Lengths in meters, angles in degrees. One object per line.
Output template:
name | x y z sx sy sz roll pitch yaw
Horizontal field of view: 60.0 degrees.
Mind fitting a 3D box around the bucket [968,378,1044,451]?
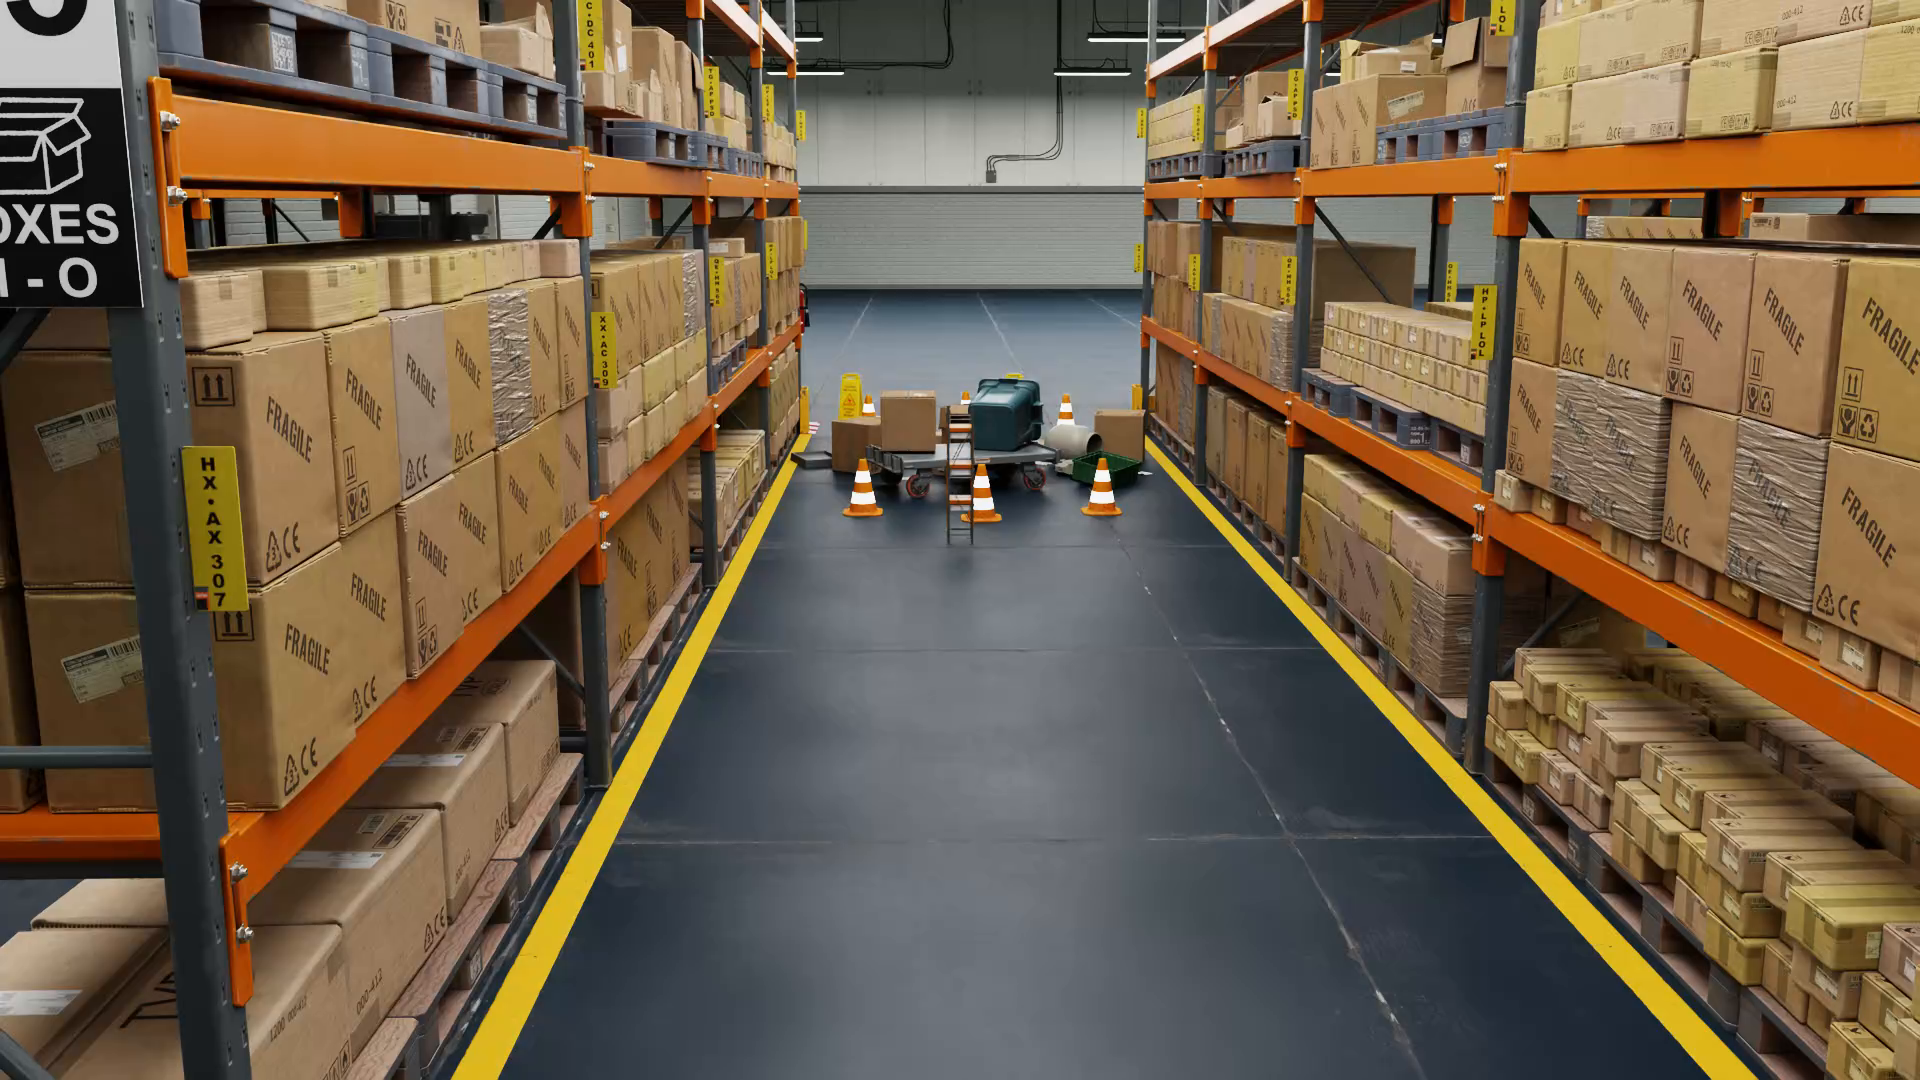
bucket | 0.386 -1.140 15.546 0.726 0.611 0.620 4 22 18

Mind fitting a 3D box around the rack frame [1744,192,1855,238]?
rack frame | 7.655 -1.982 15.287 1.000 3.000 0.127 0 11 -1

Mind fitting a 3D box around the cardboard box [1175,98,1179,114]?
cardboard box | 2.342 -4.297 16.470 0.380 0.149 0.250 0 11 -2

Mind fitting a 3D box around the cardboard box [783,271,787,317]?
cardboard box | -2.045 -2.525 16.962 0.500 0.500 0.500 0 11 0

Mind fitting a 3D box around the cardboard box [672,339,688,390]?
cardboard box | -1.861 -1.019 9.659 0.500 0.250 0.500 -1 11 -3

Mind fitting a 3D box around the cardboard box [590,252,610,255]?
cardboard box | -2.385 -1.488 10.083 0.500 0.500 0.500 0 11 -1

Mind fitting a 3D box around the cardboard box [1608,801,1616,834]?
cardboard box | 2.704 1.079 6.311 0.380 0.149 0.250 -1 11 -4

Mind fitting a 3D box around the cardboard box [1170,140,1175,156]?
cardboard box | 2.334 -3.958 16.806 0.380 0.149 0.250 0 11 -1

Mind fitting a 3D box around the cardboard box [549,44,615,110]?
cardboard box | -1.748 -2.062 7.418 0.396 0.266 0.258 0 11 -2

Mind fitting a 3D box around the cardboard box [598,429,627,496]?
cardboard box | -1.833 -0.367 7.699 0.500 0.250 0.500 -1 11 -2

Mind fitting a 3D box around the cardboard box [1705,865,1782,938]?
cardboard box | 2.609 1.139 5.267 0.380 0.149 0.250 0 11 0

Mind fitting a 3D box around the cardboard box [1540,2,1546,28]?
cardboard box | 2.961 -2.193 7.470 0.700 0.500 0.500 0 11 -1

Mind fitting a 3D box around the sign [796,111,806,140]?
sign | -1.781 -4.639 18.611 0.100 0.325 0.005 0 11 -1

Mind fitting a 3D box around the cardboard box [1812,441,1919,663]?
cardboard box | 2.670 0.018 4.428 0.500 0.500 0.500 0 11 -2

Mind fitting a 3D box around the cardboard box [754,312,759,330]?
cardboard box | -1.967 -1.923 14.571 0.380 0.149 0.250 0 11 0

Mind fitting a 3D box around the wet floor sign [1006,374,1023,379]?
wet floor sign | 0.631 -1.621 19.427 0.267 0.644 0.232 -2 12 -11

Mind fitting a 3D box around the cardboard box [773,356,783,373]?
cardboard box | -1.951 -1.731 16.389 0.380 0.149 0.250 0 11 1

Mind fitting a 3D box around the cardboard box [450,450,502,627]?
cardboard box | -1.786 -0.003 5.279 0.500 0.500 0.500 0 11 1

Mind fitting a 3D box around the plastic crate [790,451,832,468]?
plastic crate | -1.466 -0.826 16.931 0.402 0.080 0.583 -4 12 -21

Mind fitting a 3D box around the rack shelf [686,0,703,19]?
rack shelf | -2.129 -3.141 8.722 1.077 0.370 4.000 0 11 -1

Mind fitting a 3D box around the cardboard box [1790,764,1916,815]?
cardboard box | 3.123 0.886 5.764 0.380 0.149 0.250 0 11 -1

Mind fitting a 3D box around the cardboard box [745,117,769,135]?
cardboard box | -1.933 -3.743 15.049 0.380 0.149 0.250 0 11 -2

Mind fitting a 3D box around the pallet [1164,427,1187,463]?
pallet | 2.728 -1.010 17.508 1.003 0.211 1.213 0 11 -1

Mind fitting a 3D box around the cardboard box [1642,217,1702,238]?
cardboard box | 7.342 -3.054 17.053 0.500 0.500 0.500 0 11 -1

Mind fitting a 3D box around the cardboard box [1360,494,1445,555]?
cardboard box | 2.568 -0.094 9.325 0.500 0.250 0.500 -1 11 -4

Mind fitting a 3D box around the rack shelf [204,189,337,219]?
rack shelf | -7.257 -3.436 16.715 1.077 0.370 4.000 0 11 -1

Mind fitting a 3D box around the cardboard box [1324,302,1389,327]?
cardboard box | 2.592 -1.468 10.829 0.380 0.149 0.250 0 11 -1

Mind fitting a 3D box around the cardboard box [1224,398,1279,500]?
cardboard box | 2.813 -0.771 13.916 1.050 0.750 0.750 0 11 -1

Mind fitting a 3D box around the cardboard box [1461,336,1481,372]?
cardboard box | 2.649 -0.899 8.023 0.380 0.149 0.250 -1 11 -3

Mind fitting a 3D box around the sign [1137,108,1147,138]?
sign | 2.056 -4.713 18.806 0.100 0.325 0.005 0 11 -1

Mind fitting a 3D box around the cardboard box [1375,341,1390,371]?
cardboard box | 2.614 -1.063 9.580 0.380 0.149 0.250 0 11 -2

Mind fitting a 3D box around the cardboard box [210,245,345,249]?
cardboard box | -2.352 -0.941 5.753 0.380 0.149 0.250 -1 11 -3

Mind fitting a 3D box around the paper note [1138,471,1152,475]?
paper note | 1.774 -0.657 16.221 0.147 0.020 0.142 -10 15 -40

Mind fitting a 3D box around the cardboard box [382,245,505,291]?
cardboard box | -1.807 -0.946 5.781 0.380 0.149 0.250 0 11 -2

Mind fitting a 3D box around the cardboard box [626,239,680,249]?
cardboard box | -2.472 -2.350 13.410 0.380 0.149 0.250 0 11 2

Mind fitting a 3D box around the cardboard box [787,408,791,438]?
cardboard box | -2.031 -1.229 17.430 0.500 0.250 0.500 -1 11 -3

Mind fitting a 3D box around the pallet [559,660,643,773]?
pallet | -2.179 0.862 8.279 1.003 0.211 1.213 0 11 -1

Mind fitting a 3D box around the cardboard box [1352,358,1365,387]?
cardboard box | 2.602 -1.019 10.115 0.380 0.149 0.250 0 11 1

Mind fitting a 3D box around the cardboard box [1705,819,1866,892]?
cardboard box | 2.594 0.993 5.239 0.380 0.149 0.250 0 11 1

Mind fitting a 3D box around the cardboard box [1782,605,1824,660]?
cardboard box | 2.660 0.260 4.864 0.380 0.149 0.250 -1 11 -4

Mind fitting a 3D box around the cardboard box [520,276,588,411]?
cardboard box | -1.802 -0.798 6.681 0.500 0.500 0.500 0 11 -2

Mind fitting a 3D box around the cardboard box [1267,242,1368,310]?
cardboard box | 2.752 -2.018 12.695 0.700 0.500 0.500 0 11 -2

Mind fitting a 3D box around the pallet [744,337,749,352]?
pallet | -2.383 -1.695 14.353 1.003 0.211 1.213 0 11 -1

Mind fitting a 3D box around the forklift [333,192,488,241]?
forklift | -4.835 -1.877 14.942 1.130 2.935 3.031 0 11 -2

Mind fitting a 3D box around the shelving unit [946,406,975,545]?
shelving unit | 0.001 -0.504 12.902 0.215 1.050 0.252 0 11 -1

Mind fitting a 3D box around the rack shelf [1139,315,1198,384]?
rack shelf | 2.652 -2.027 17.316 1.077 0.370 4.000 0 11 -1

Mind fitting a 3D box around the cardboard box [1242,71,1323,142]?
cardboard box | 2.460 -3.305 12.704 0.500 0.500 0.500 0 11 -1

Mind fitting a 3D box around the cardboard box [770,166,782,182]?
cardboard box | -1.953 -3.608 16.388 0.380 0.149 0.250 0 11 -2

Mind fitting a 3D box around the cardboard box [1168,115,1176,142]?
cardboard box | 2.397 -4.177 16.879 0.500 0.250 0.500 0 11 -1

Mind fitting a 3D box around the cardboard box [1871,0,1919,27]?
cardboard box | 2.666 -1.431 4.142 0.500 0.250 0.500 -1 11 -3

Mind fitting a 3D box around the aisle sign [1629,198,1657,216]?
aisle sign | 7.871 -4.065 19.014 0.394 0.787 0.004 0 11 -1

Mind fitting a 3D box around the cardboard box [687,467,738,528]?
cardboard box | -2.196 -0.324 12.663 0.950 0.372 0.625 0 11 -2

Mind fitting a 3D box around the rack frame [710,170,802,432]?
rack frame | -2.336 -2.737 19.005 1.000 3.000 0.127 0 11 -1

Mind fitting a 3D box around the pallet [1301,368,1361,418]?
pallet | 2.898 -0.952 10.689 1.213 0.211 1.003 0 11 -1

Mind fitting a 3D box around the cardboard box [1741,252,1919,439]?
cardboard box | 2.653 -0.576 4.838 0.500 0.500 0.500 0 11 2
